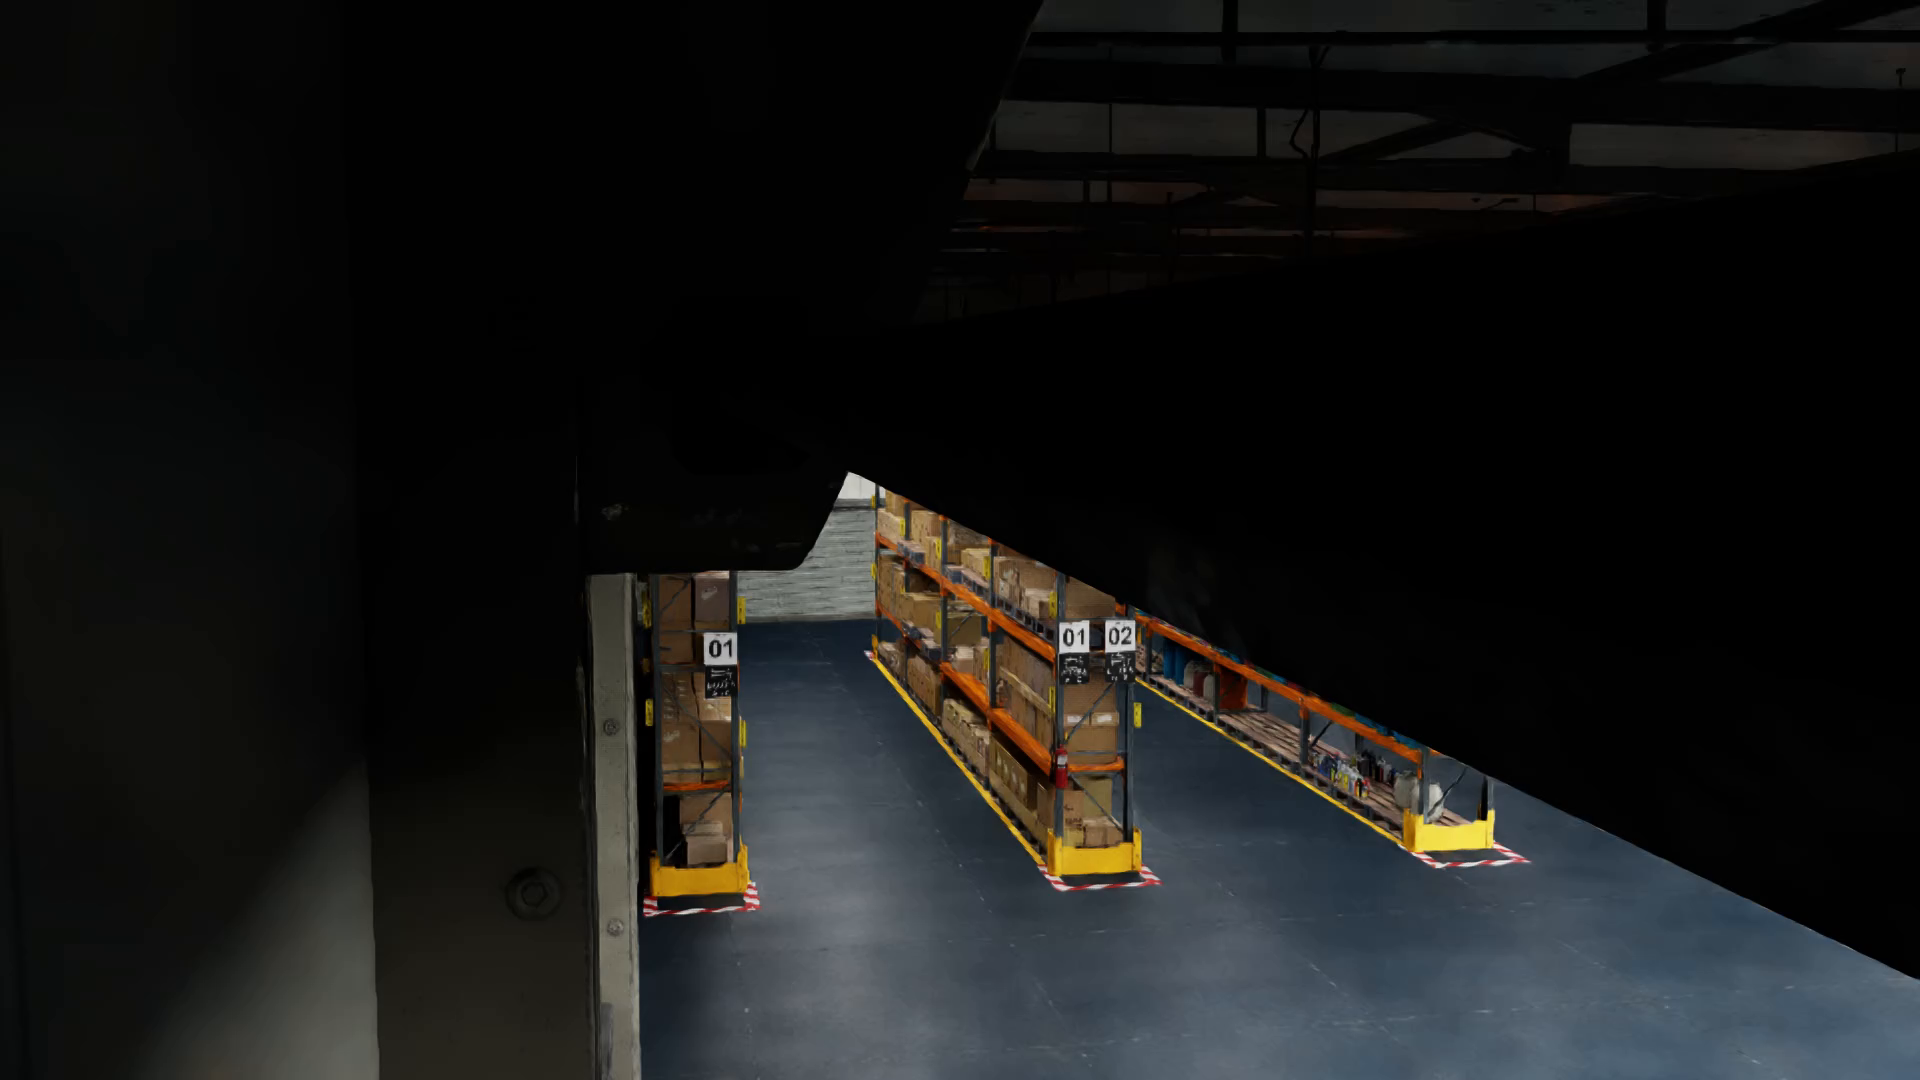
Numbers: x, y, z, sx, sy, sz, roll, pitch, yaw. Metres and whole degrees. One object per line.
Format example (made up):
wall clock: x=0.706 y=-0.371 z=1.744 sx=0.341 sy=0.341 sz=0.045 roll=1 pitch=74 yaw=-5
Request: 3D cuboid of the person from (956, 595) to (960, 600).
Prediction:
person: x=-0.232 y=1.453 z=39.591 sx=0.461 sy=1.626 sz=0.989 roll=-1 pitch=6 yaw=-12
